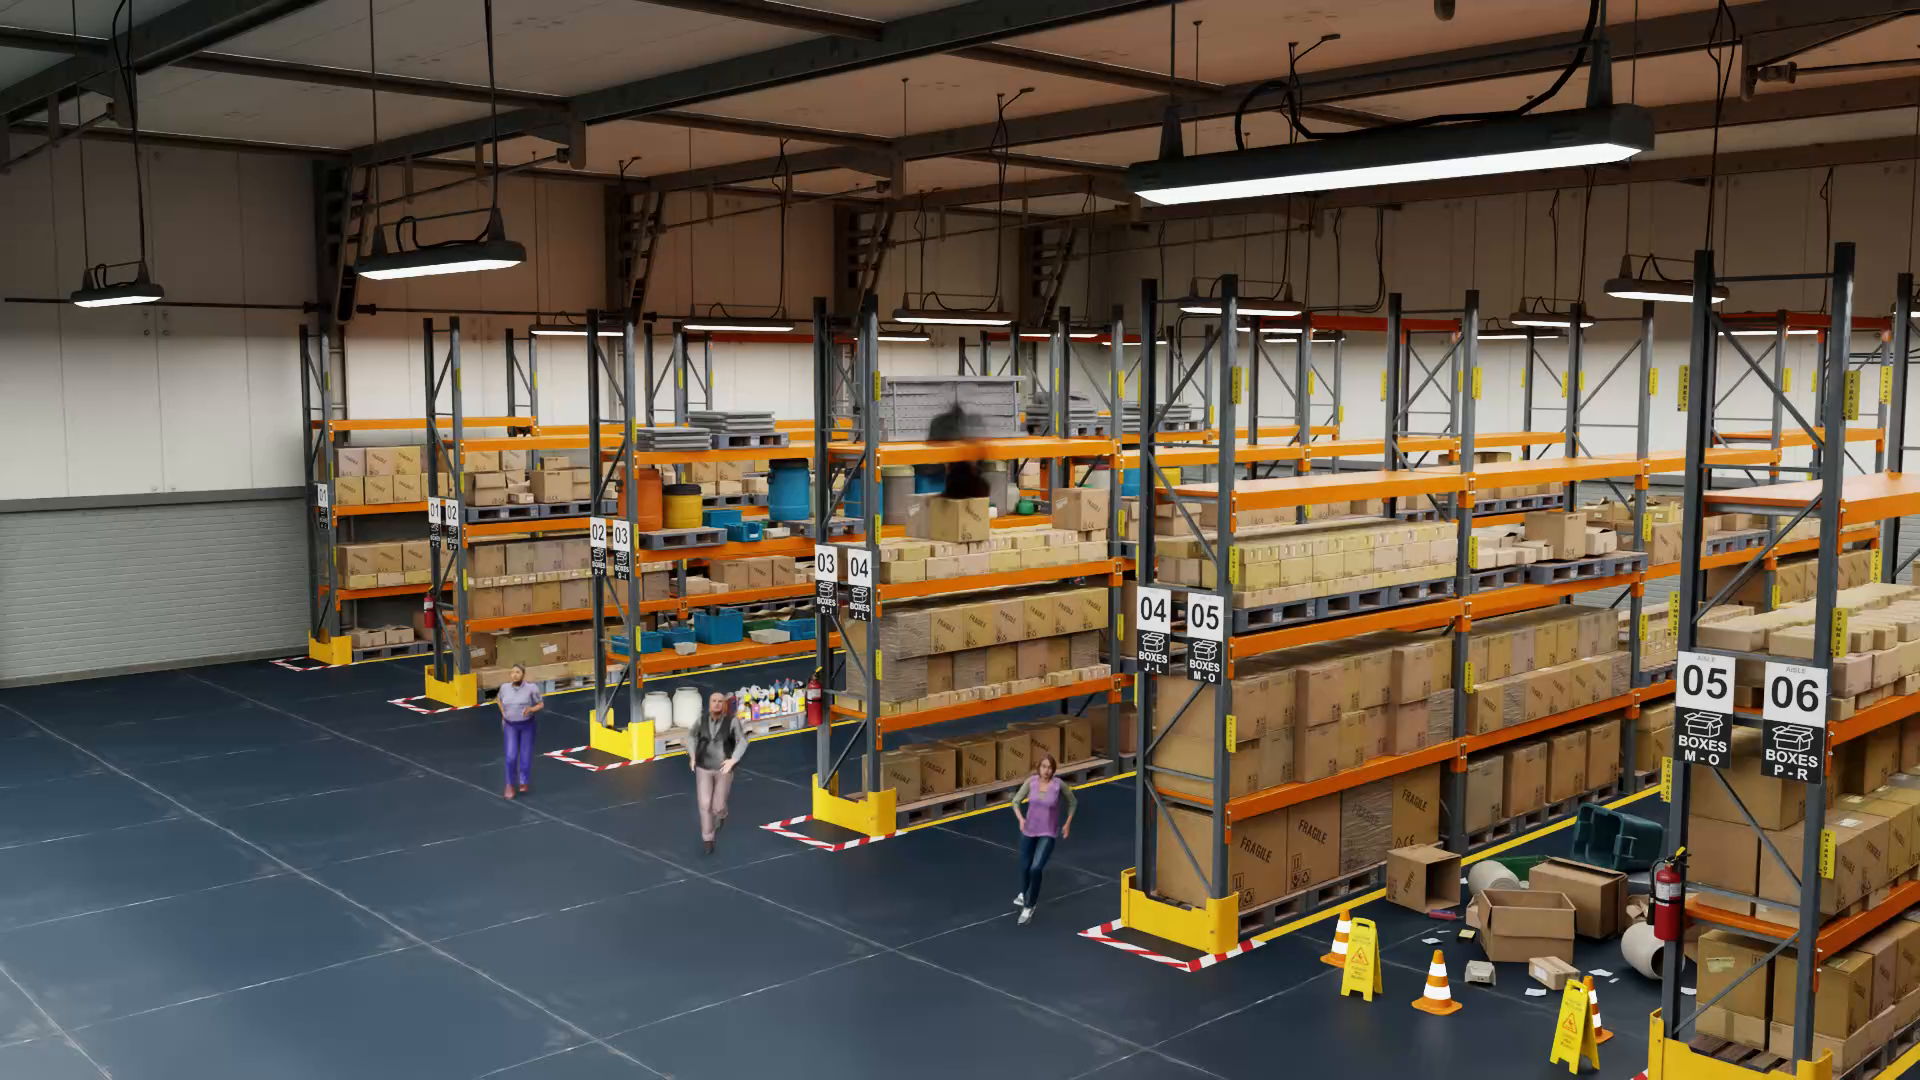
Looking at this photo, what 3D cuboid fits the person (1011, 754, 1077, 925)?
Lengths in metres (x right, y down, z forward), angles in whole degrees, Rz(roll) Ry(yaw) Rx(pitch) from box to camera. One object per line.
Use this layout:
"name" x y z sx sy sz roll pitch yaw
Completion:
"person" 0.774 2.802 15.737 0.608 1.603 0.630 2 6 18

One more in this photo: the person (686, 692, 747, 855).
"person" -2.660 2.505 18.178 0.678 1.704 0.804 0 6 -2

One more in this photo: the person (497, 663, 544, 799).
"person" -5.346 2.331 20.220 0.575 1.677 0.676 -1 6 -10
